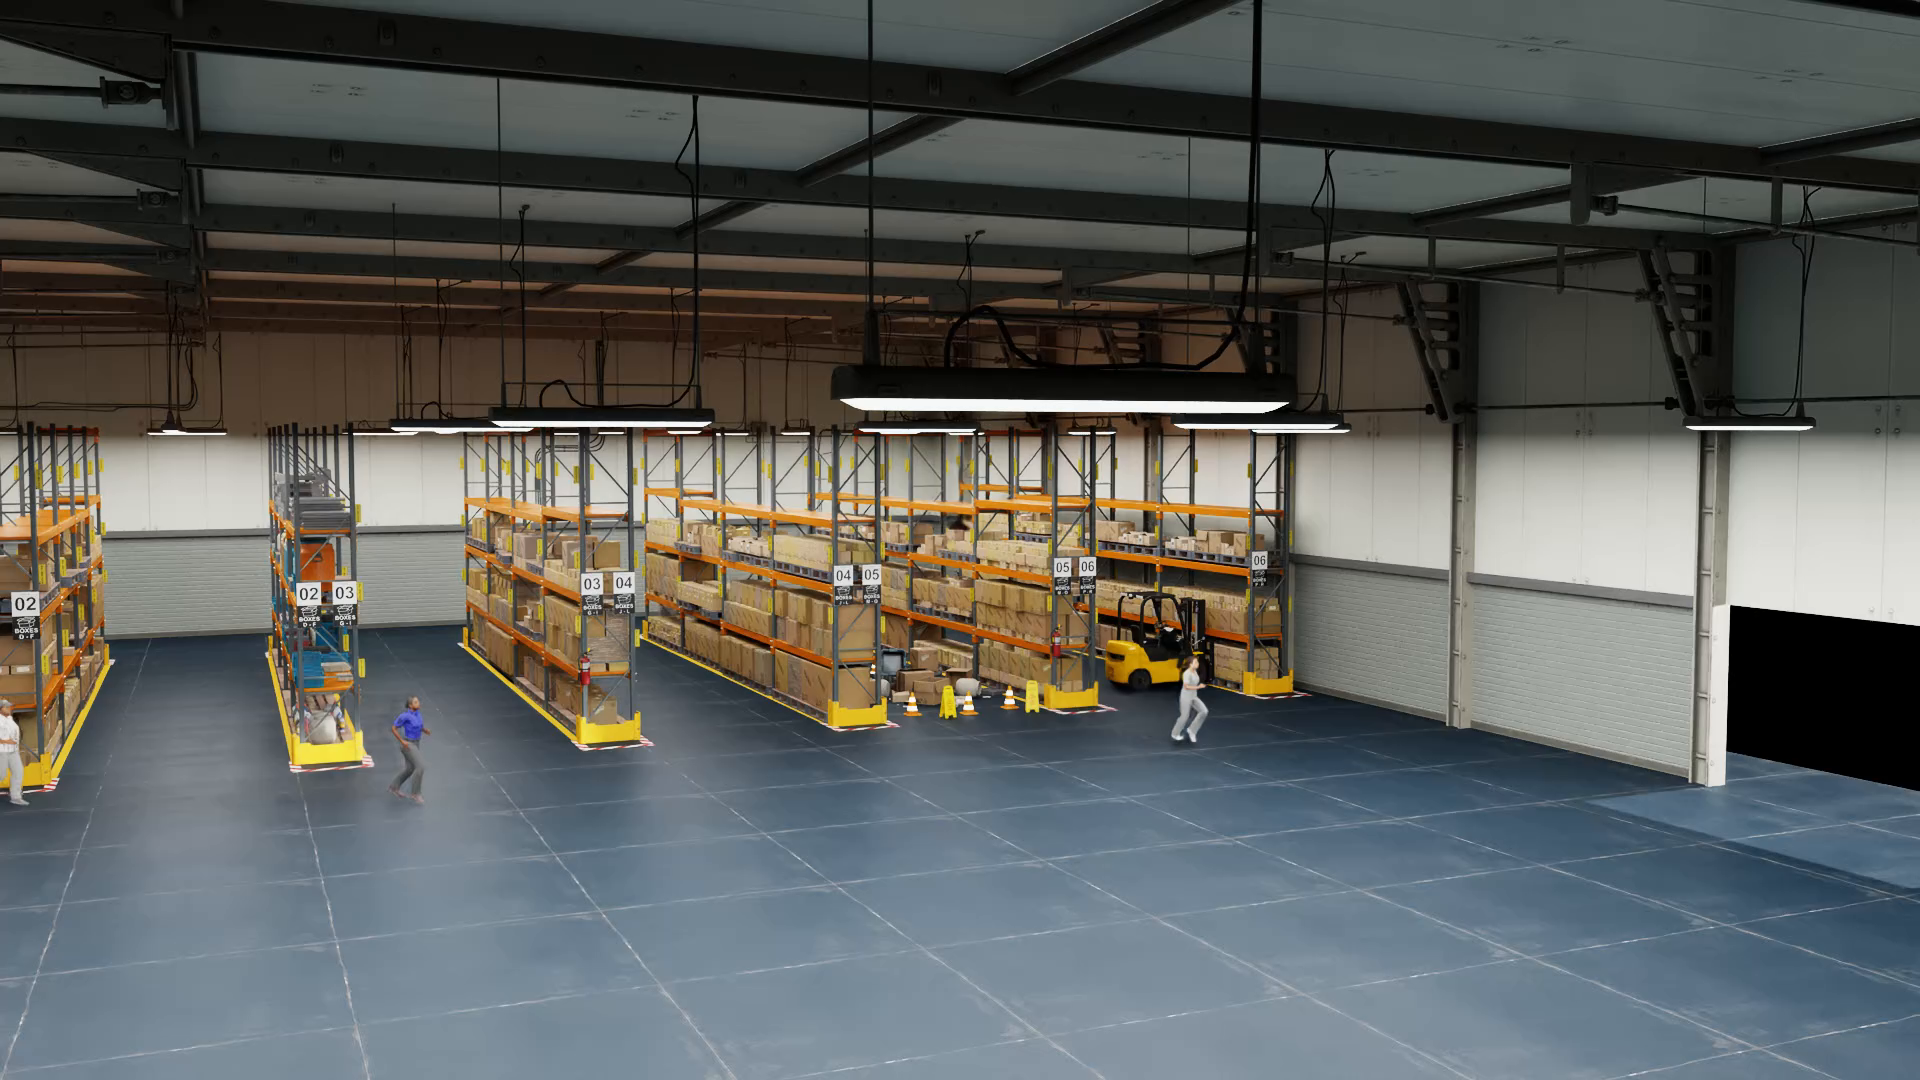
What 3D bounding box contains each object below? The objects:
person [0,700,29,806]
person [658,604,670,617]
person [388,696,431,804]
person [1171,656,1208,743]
[{"bbox_3d":[-14.971,3.326,25.985,0.853,1.673,0.610,0,3,3],"label":"person"},{"bbox_3d":[-8.668,1.896,49.184,0.567,1.673,0.769,0,3,1],"label":"person"},{"bbox_3d":[-8.705,3.310,26.240,0.708,1.727,0.601,0,4,7],"label":"person"},{"bbox_3d":[4.300,2.978,31.169,0.786,1.638,0.591,3,4,36],"label":"person"}]
